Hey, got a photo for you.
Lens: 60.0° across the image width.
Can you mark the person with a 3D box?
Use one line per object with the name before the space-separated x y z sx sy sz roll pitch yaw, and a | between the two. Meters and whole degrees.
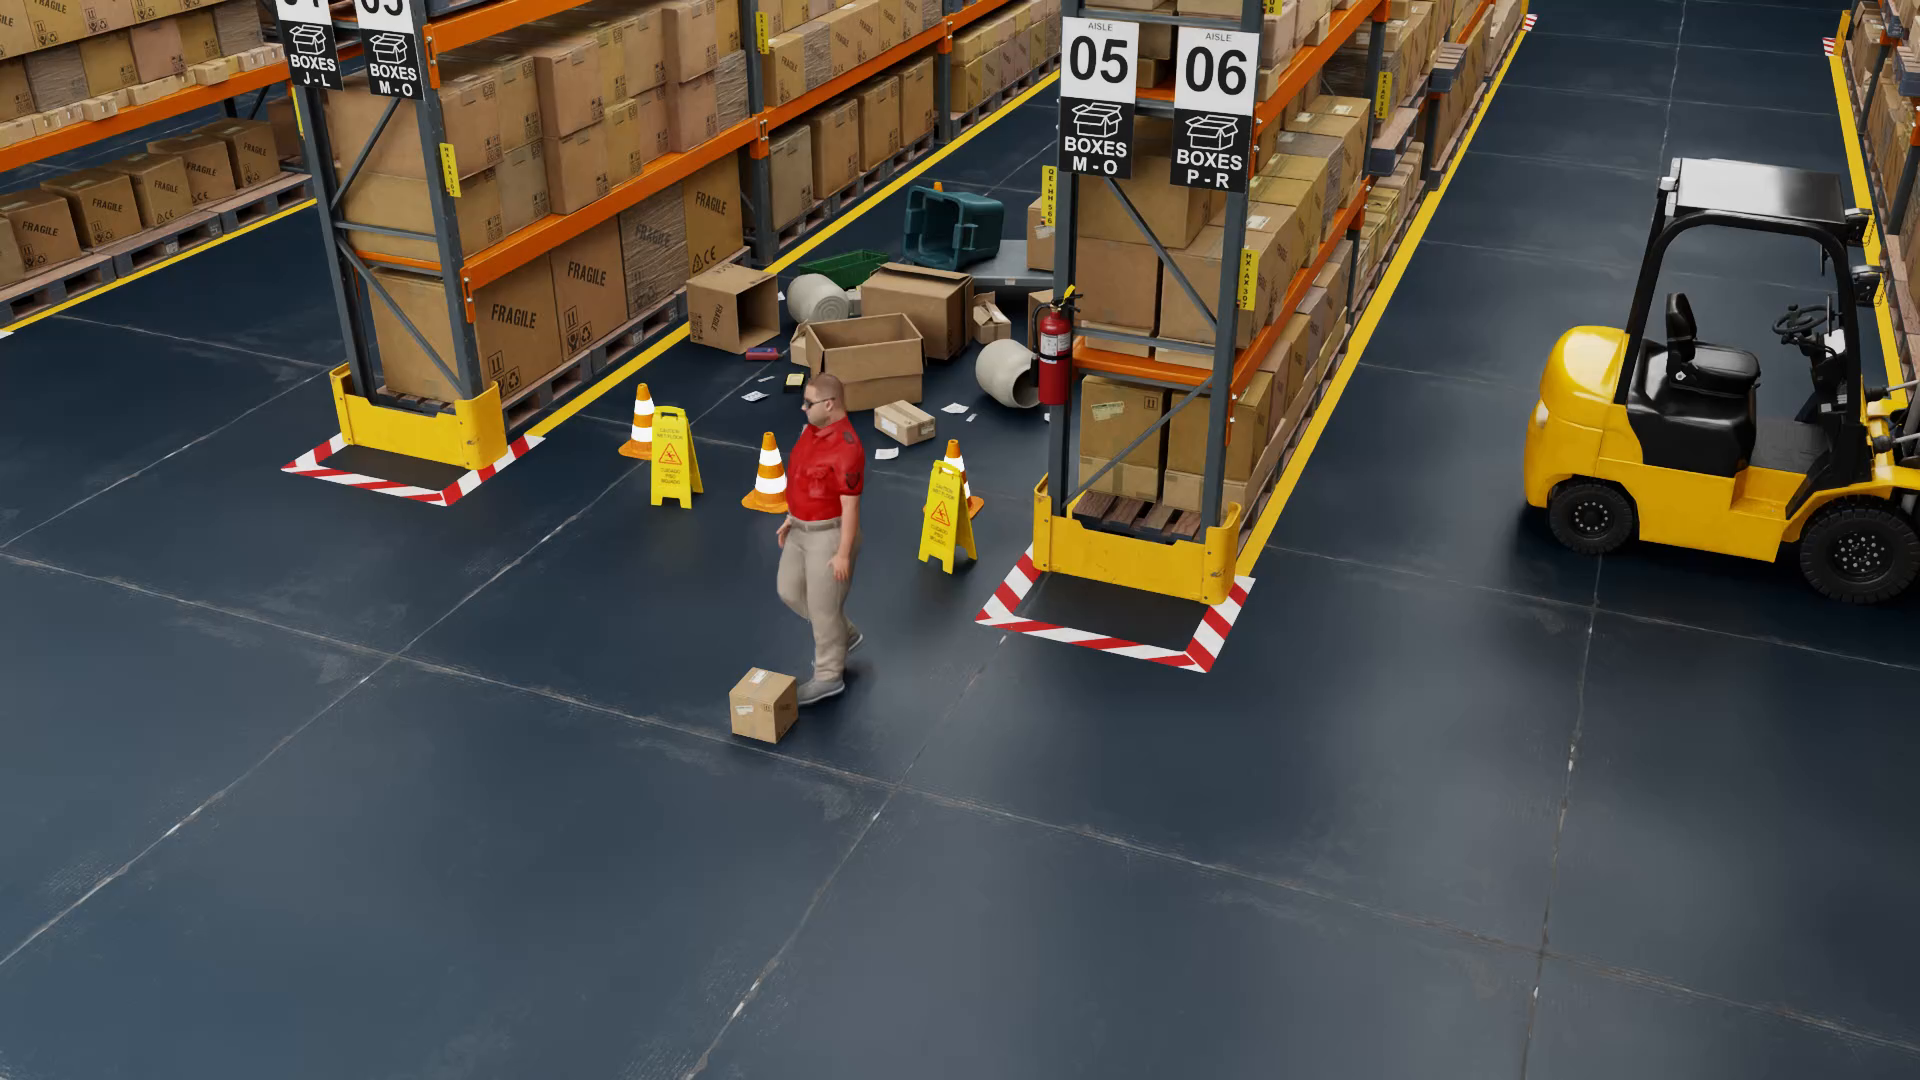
person | -0.728 -0.009 8.435 0.538 1.721 0.561 -15 33 -24
